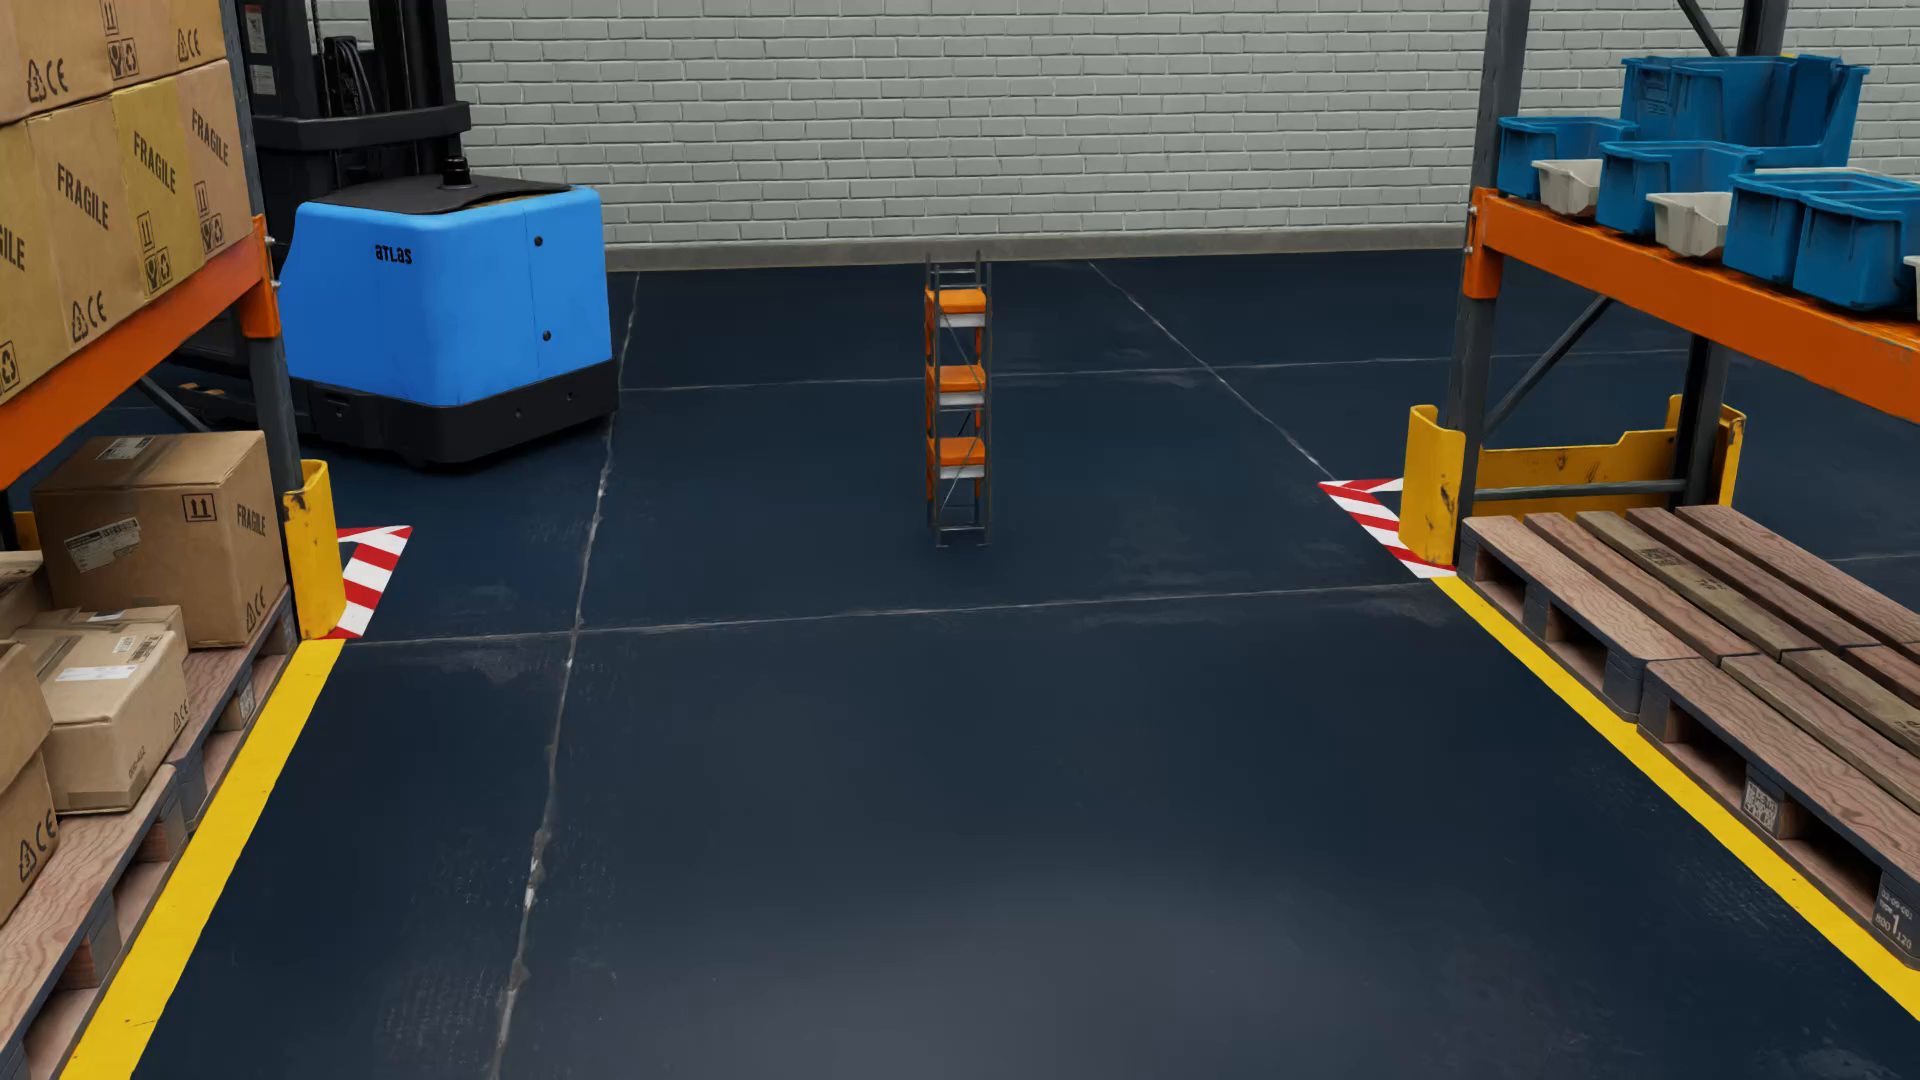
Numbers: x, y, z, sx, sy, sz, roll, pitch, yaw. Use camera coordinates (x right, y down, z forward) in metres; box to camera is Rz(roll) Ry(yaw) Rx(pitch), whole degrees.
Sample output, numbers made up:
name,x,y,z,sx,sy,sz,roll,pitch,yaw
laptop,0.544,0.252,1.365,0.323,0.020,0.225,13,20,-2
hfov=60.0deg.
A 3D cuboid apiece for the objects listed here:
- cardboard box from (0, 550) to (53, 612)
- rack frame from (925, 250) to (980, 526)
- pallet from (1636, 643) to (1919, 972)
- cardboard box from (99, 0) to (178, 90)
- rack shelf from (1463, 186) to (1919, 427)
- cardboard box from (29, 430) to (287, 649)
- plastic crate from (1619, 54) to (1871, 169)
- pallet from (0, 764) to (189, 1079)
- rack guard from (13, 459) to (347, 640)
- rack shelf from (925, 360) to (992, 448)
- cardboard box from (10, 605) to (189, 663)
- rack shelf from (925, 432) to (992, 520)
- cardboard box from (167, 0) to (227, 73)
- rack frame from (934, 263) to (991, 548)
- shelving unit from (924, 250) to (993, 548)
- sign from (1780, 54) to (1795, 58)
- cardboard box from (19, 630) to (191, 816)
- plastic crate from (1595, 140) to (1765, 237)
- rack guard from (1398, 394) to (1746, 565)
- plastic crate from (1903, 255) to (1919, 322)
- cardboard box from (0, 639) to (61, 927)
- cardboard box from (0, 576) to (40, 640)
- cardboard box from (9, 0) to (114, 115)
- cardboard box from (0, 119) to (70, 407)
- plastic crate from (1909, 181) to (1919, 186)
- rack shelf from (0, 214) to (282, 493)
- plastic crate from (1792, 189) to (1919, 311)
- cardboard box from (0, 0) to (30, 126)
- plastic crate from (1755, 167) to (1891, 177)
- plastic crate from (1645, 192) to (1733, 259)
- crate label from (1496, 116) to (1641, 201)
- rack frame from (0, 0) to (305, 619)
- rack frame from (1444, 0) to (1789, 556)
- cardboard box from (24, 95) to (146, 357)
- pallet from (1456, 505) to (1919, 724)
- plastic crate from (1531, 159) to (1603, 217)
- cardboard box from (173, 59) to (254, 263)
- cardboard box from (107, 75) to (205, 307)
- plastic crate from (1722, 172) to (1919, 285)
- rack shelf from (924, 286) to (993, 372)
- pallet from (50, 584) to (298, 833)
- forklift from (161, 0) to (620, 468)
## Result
name,x,y,z,sx,sy,sz,roll,pitch,yaw
cardboard box,-2.929,0.148,4.978,0.380,0.149,0.250,-3,21,-8
rack frame,-0.025,-0.553,6.195,0.200,1.050,0.008,-3,21,-8
pallet,2.506,0.623,4.246,1.003,0.211,1.213,-3,21,-8
cardboard box,-2.239,-1.344,3.955,0.500,0.500,0.500,-2,21,-6
rack shelf,2.541,-0.363,3.928,1.077,0.370,4.000,-3,21,-8
cardboard box,-2.327,-0.003,4.881,0.500,0.500,0.500,-3,21,-8
plastic crate,2.486,-1.330,5.355,0.616,0.435,0.499,-3,21,-8
pallet,-2.350,0.887,3.541,1.003,0.211,1.213,-3,21,-8
rack guard,-2.638,0.054,5.358,1.175,0.500,0.348,-3,21,-8
rack shelf,-0.008,-0.500,6.086,0.215,0.259,0.240,-3,21,-8
cardboard box,-2.358,0.298,4.551,0.380,0.166,0.250,-3,21,-8
rack shelf,-0.008,-0.240,6.183,0.215,0.259,0.240,-3,21,-8
cardboard box,-2.313,-1.519,4.423,0.500,0.500,0.500,-3,21,-8
rack frame,0.010,-0.468,5.969,0.200,1.050,0.008,-3,21,-8
shelving unit,-0.008,-0.510,6.082,0.215,1.050,0.252,-3,21,-8
sign,2.795,-1.502,5.717,0.100,0.325,0.005,-3,21,-8
cardboard box,-2.220,0.445,4.040,0.500,0.250,0.500,-3,21,-8
plastic crate,2.057,-1.012,4.792,0.416,0.233,0.300,-3,21,-8
rack guard,2.236,-0.229,6.114,1.175,0.500,0.348,-3,21,-8
plastic crate,2.281,-0.500,3.558,0.293,0.136,0.466,-3,21,-8
cardboard box,-2.349,0.554,3.384,0.797,0.503,0.637,-3,21,-8
cardboard box,-2.780,0.314,4.389,0.500,0.250,0.500,-3,21,-8
cardboard box,-2.160,-1.165,3.475,0.500,0.500,0.500,-2,21,-6
cardboard box,-2.098,-0.522,3.184,0.500,0.500,0.500,-3,21,-9
plastic crate,2.577,-0.922,4.690,0.396,0.136,0.243,-3,21,-8
rack shelf,-2.361,-0.114,3.263,1.077,0.370,4.000,-3,21,-8
plastic crate,2.196,-0.680,3.903,0.416,0.233,0.300,-3,21,-8
cardboard box,-2.086,-0.987,2.999,0.500,0.500,0.500,-2,21,-6
plastic crate,2.549,-1.024,4.961,0.396,0.136,0.243,-3,21,-8
plastic crate,2.025,-0.845,4.481,0.250,0.136,0.298,-3,21,-8
crate label,1.963,-1.240,5.402,0.416,0.233,0.303,-3,21,-8
rack frame,-2.649,-1.144,4.991,1.000,3.000,0.127,-3,21,-8
rack frame,2.253,-1.392,5.656,1.000,3.000,0.127,-3,21,-8
cardboard box,-2.171,-0.697,3.651,0.500,0.500,0.500,-3,21,-7
pallet,2.333,0.202,5.375,1.003,0.211,1.213,-3,21,-8
plastic crate,1.927,-1.079,5.110,0.250,0.136,0.298,-3,21,-8
cardboard box,-2.315,-1.049,4.595,0.500,0.500,0.500,-2,21,-6
cardboard box,-2.237,-0.870,4.115,0.500,0.500,0.500,-3,21,-7
plastic crate,2.152,-0.784,4.181,0.416,0.233,0.300,-3,21,-8
rack shelf,-0.008,-0.766,5.986,0.215,0.259,0.240,-3,21,-8
pallet,-2.523,0.465,4.670,1.003,0.211,1.213,-3,21,-8
forklift,-3.084,-2.043,7.497,3.031,2.935,1.130,12,24,30
